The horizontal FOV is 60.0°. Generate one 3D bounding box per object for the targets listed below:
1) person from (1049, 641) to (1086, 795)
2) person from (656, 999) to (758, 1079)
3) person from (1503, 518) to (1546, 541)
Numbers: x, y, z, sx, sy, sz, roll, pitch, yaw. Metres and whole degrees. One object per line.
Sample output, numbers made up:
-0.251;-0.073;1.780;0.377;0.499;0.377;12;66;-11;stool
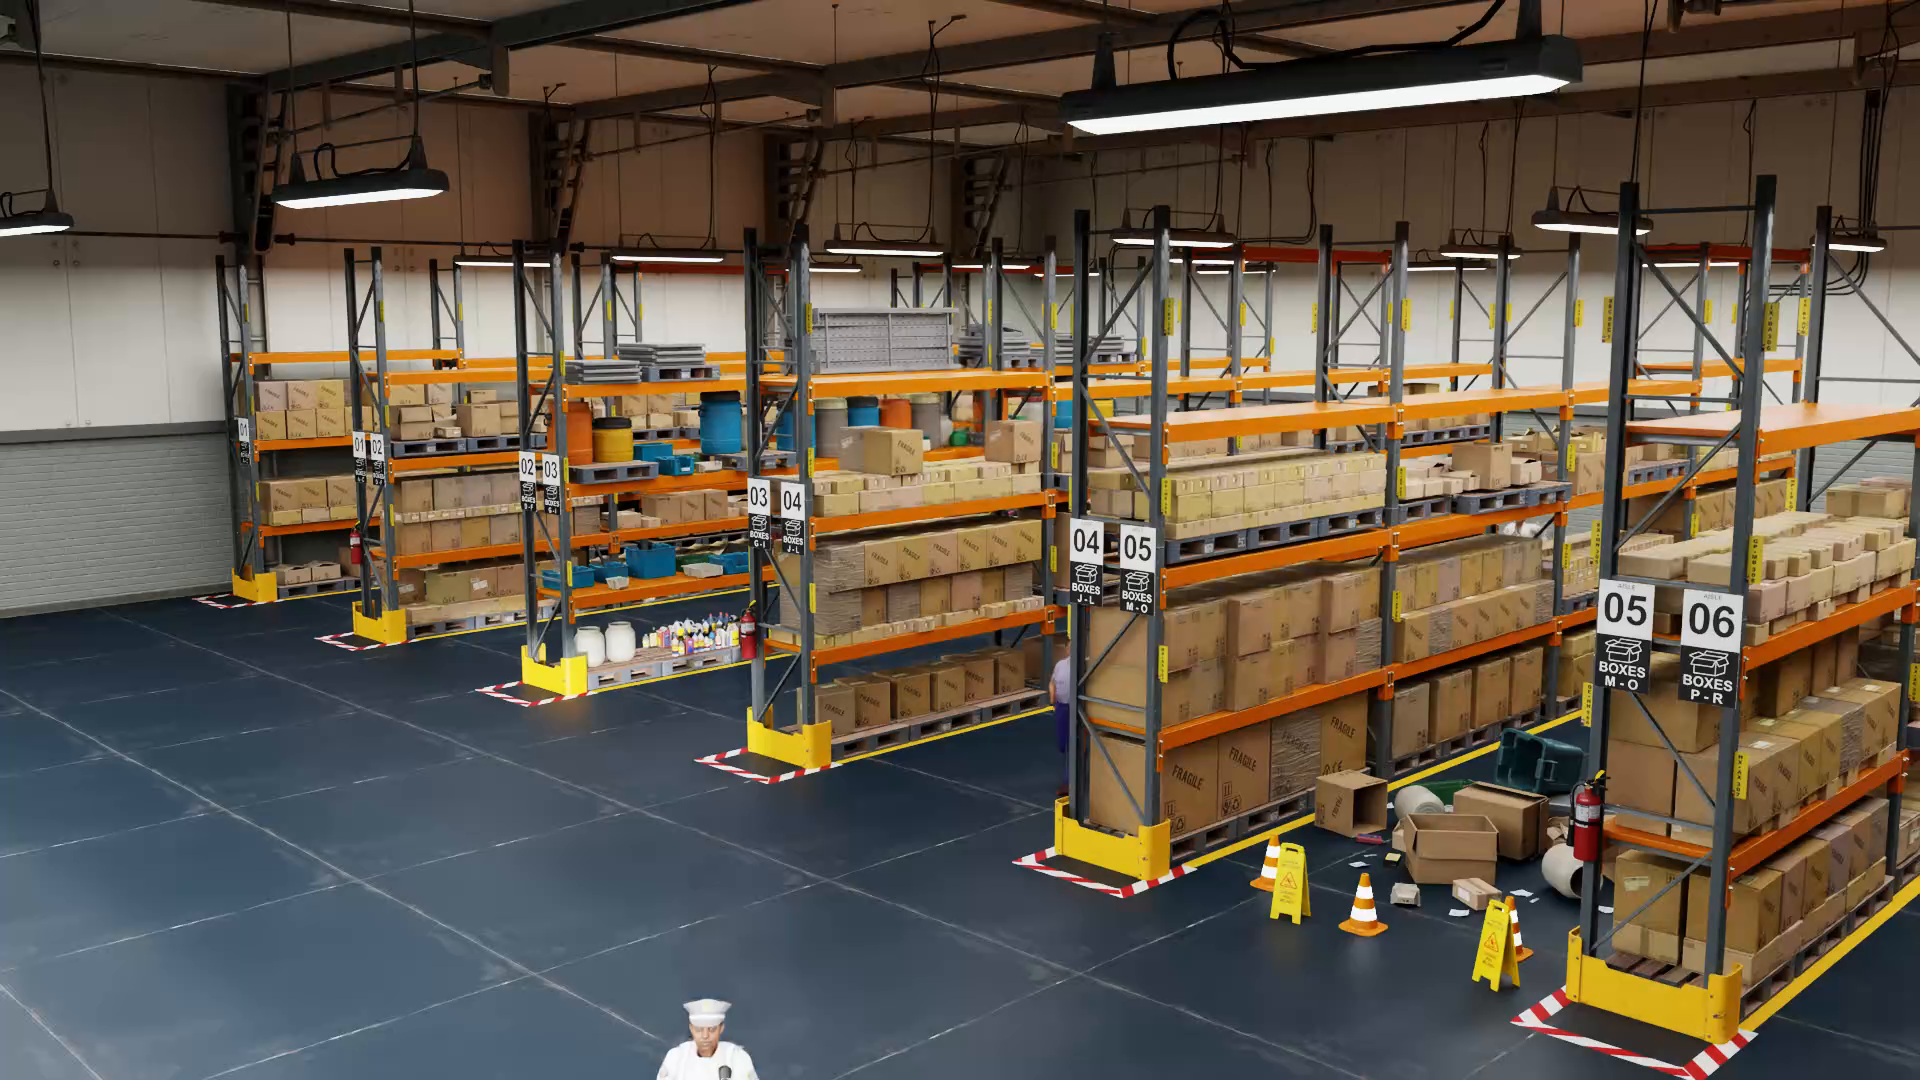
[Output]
1.223;1.845;17.769;0.618;1.617;0.848;4;9;28;person
-1.304;3.149;8.629;0.577;1.686;0.760;-1;8;-4;person
9.401;0.362;27.836;0.701;1.793;1.017;8;11;44;person
